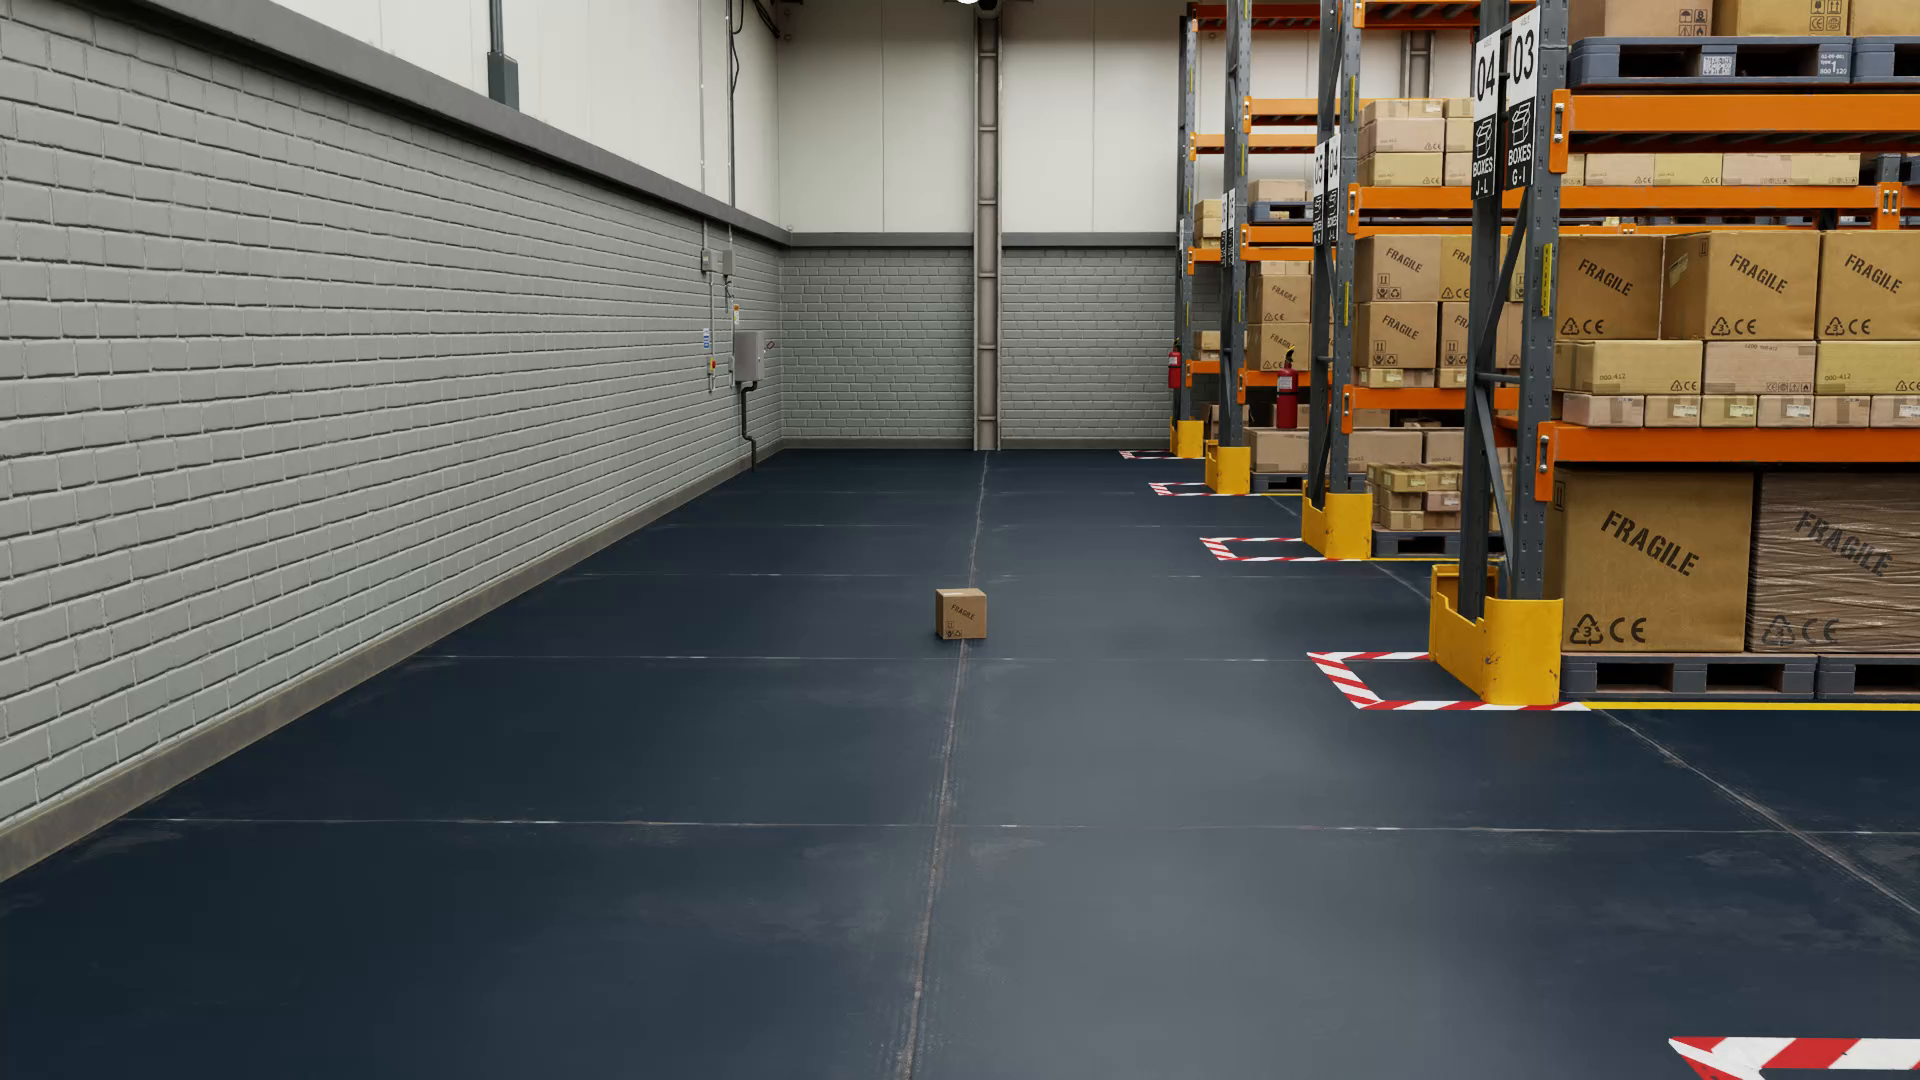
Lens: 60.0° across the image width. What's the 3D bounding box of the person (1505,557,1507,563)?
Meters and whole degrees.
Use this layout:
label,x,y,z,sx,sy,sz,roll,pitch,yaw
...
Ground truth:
label,x,y,z,sx,sy,sz,roll,pitch,yaw
person,3.744,-0.425,10.569,0.709,1.649,0.487,-3,8,-25
